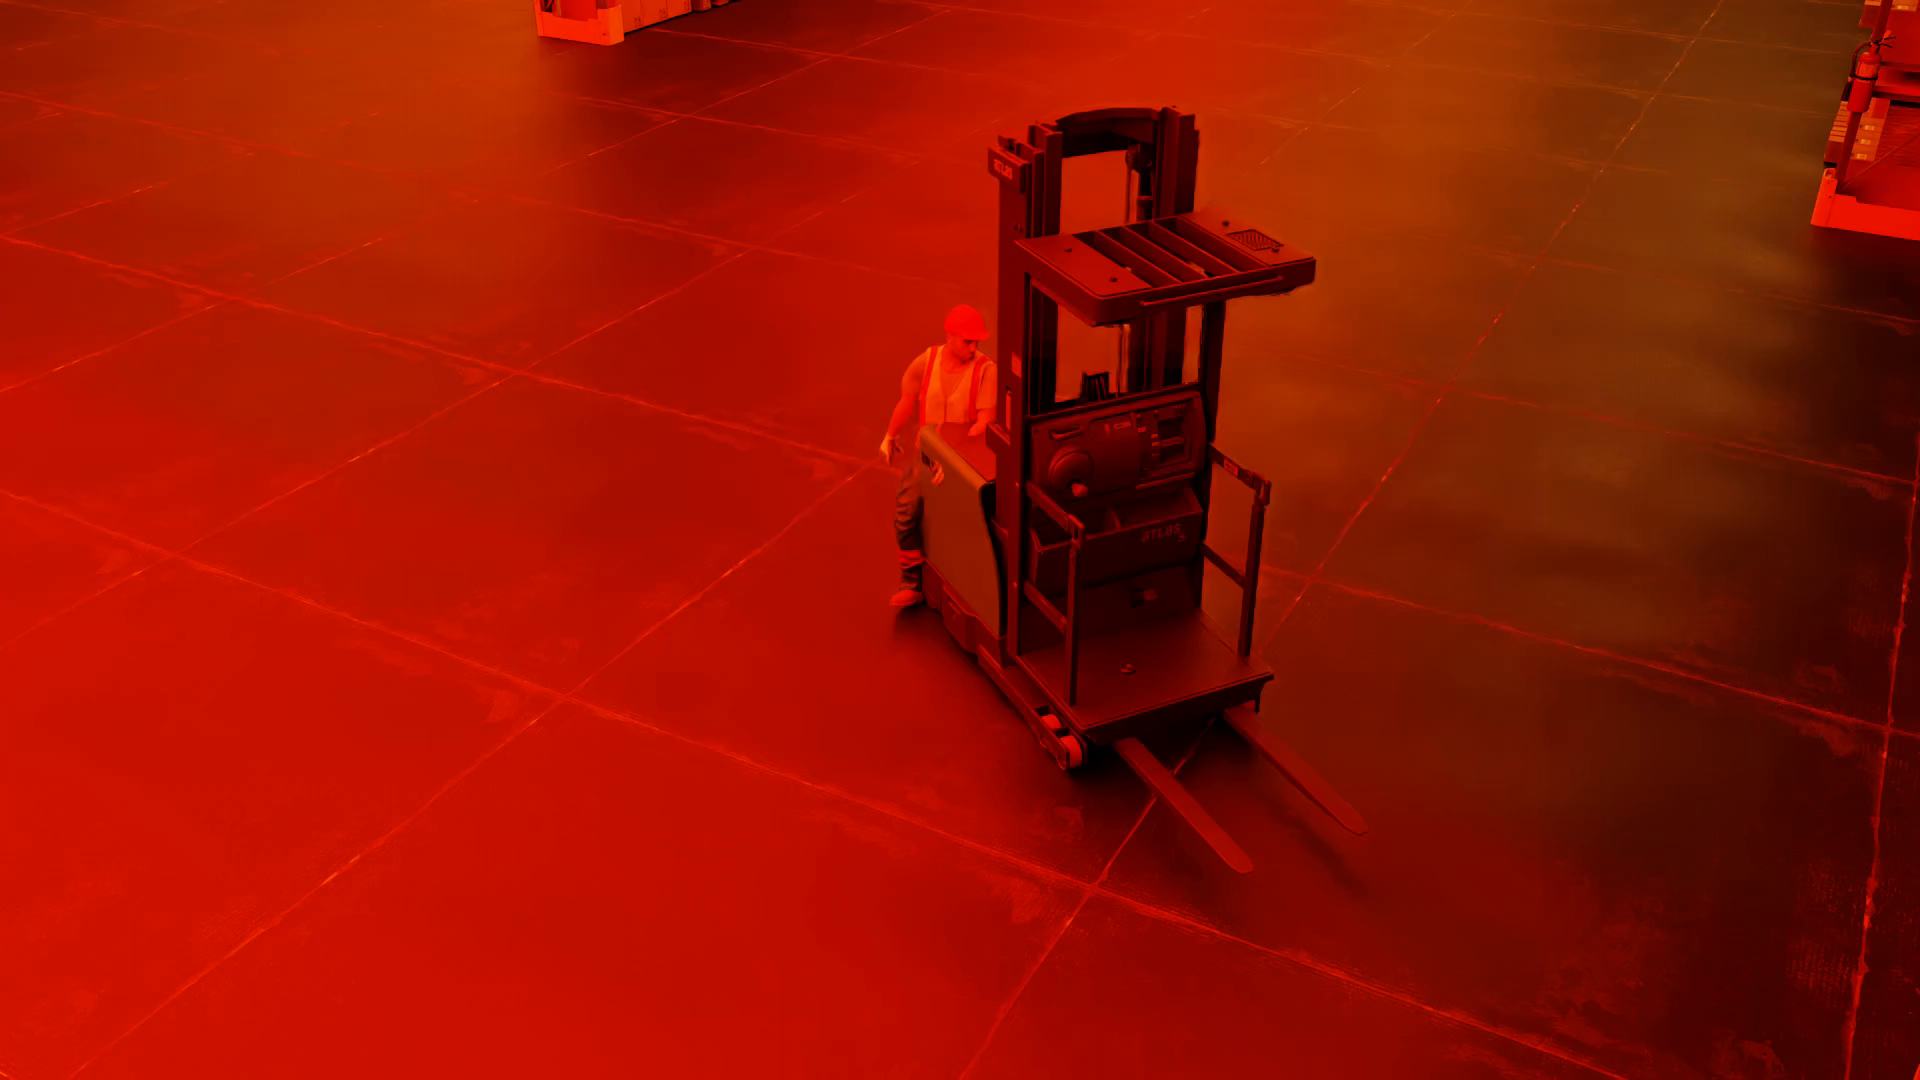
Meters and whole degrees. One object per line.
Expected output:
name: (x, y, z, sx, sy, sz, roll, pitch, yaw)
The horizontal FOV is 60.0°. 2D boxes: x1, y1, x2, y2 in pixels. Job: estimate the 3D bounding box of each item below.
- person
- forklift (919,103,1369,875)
person: (-0.115, -0.467, 9.127, 0.714, 1.716, 0.832, 5, 30, 9)
forklift: (0.855, -0.405, 7.772, 1.130, 2.935, 3.031, -13, 33, -22)
